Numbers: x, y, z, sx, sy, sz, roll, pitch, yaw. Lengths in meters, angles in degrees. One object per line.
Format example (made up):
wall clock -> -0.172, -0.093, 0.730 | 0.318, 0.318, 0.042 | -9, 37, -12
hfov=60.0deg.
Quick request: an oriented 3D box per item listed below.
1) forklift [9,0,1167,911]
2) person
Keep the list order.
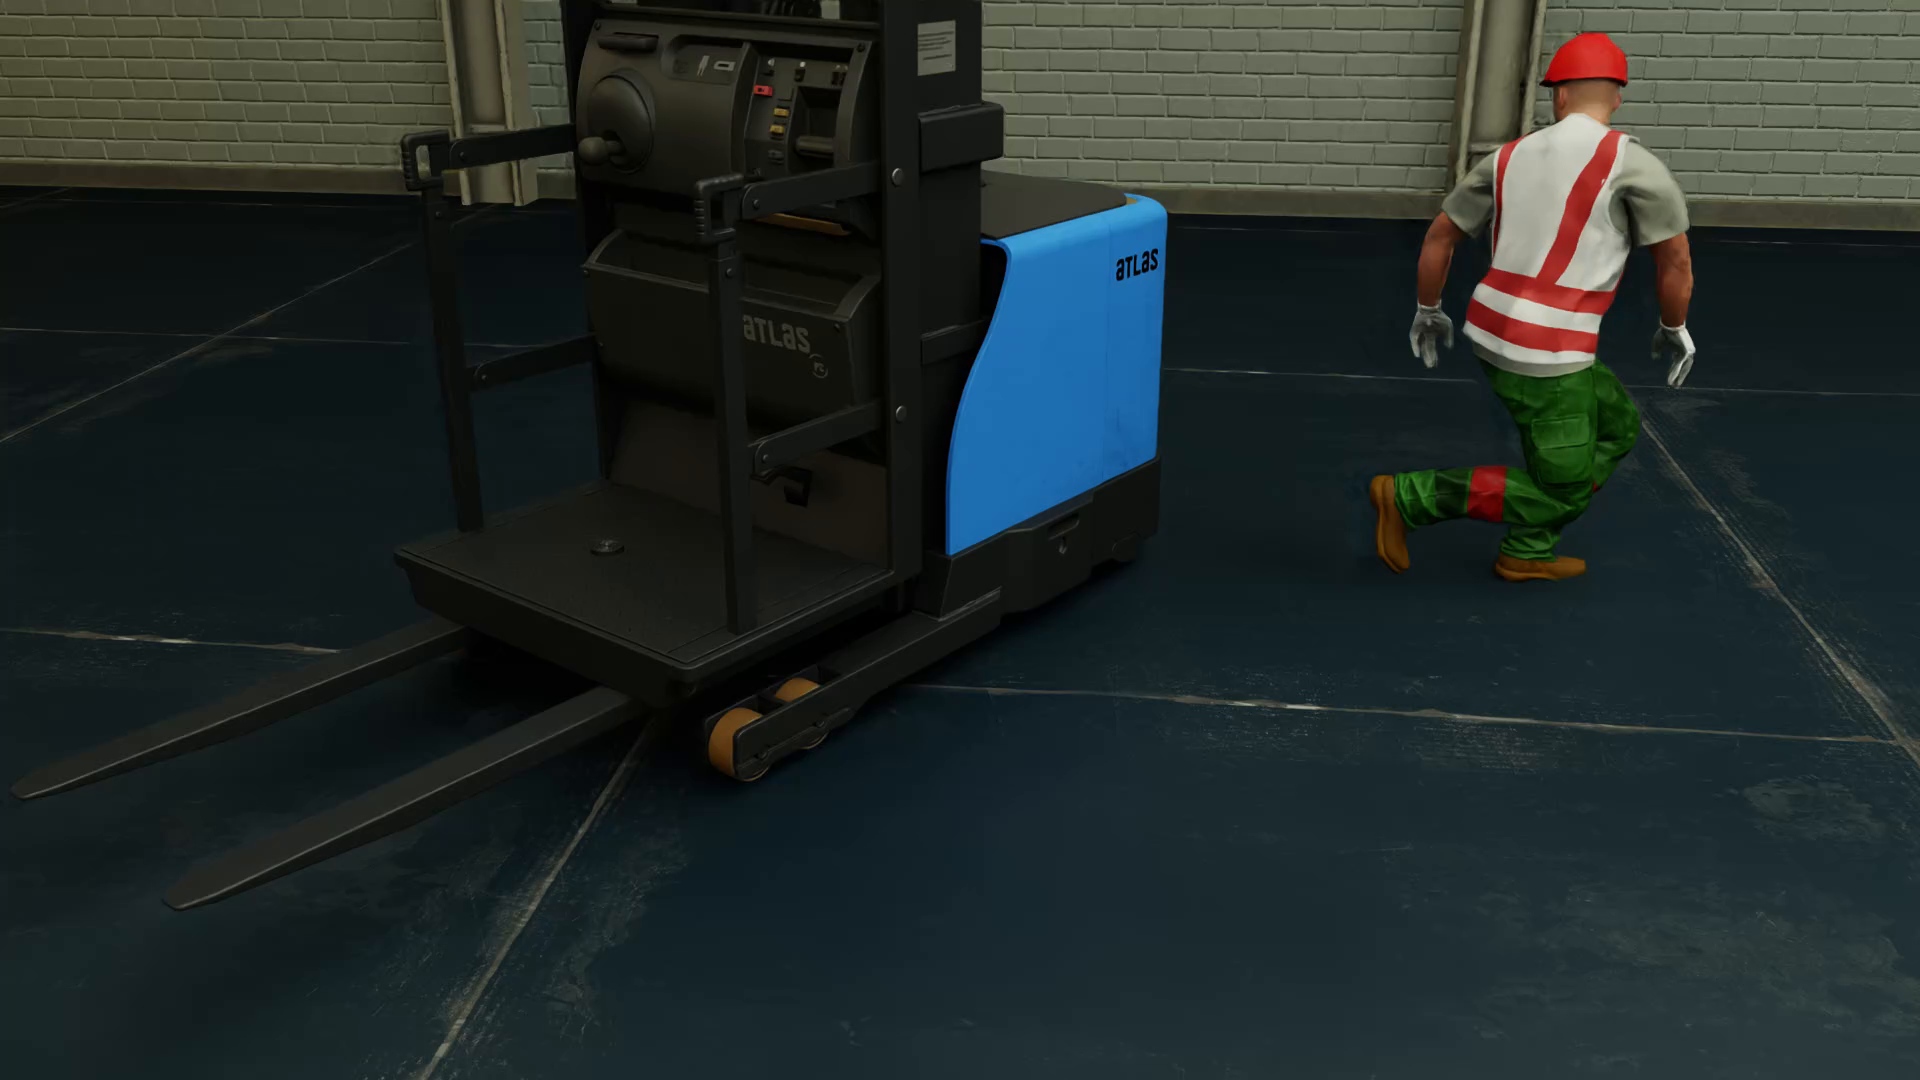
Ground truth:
forklift -> -0.707, -1.016, 3.777 | 1.130, 2.935, 3.031 | 17, 27, 35
person -> 1.586, -0.612, 4.672 | 0.843, 1.553, 0.662 | -4, 22, -9
